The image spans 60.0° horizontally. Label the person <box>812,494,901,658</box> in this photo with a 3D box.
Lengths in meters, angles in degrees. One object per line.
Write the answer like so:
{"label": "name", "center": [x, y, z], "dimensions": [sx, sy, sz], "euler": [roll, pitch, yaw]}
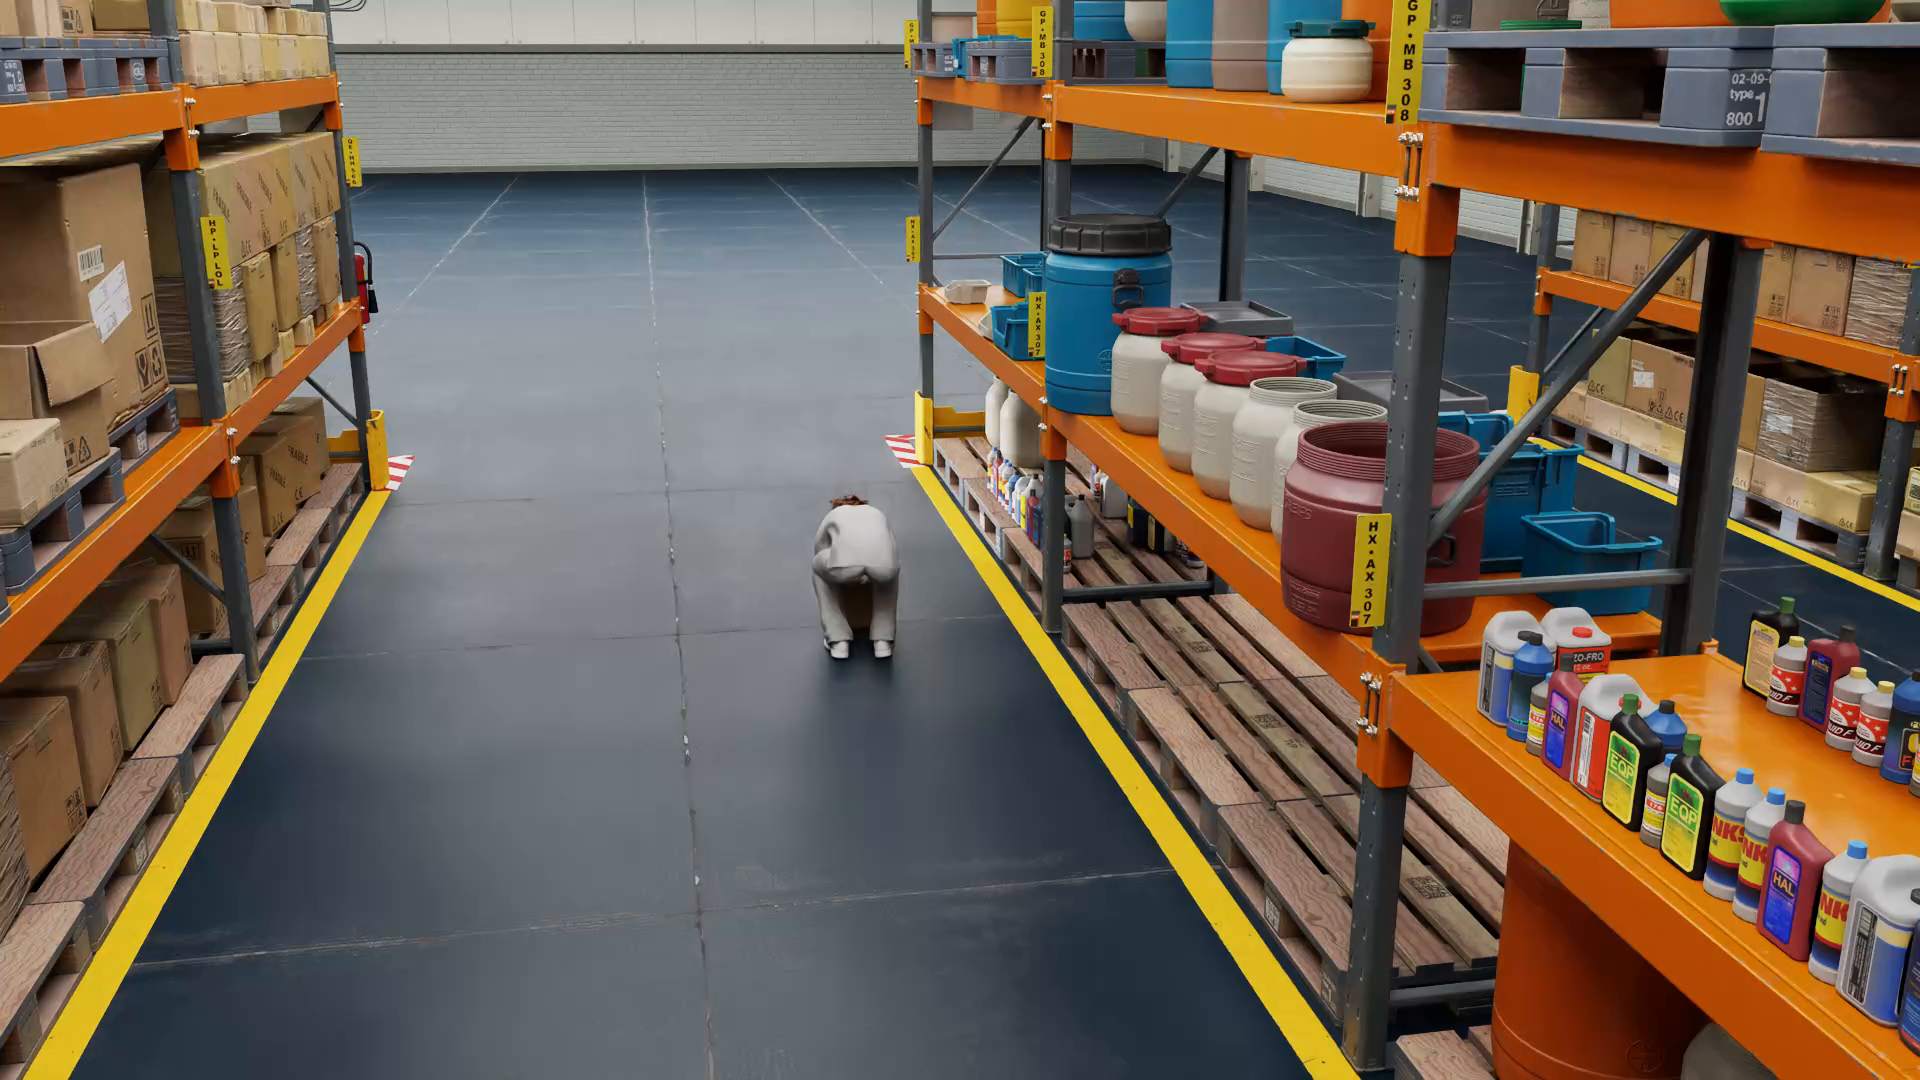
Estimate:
{"label": "person", "center": [-0.535, 0.186, 8.616], "dimensions": [0.462, 0.751, 0.867], "euler": [-2, 17, -7]}
